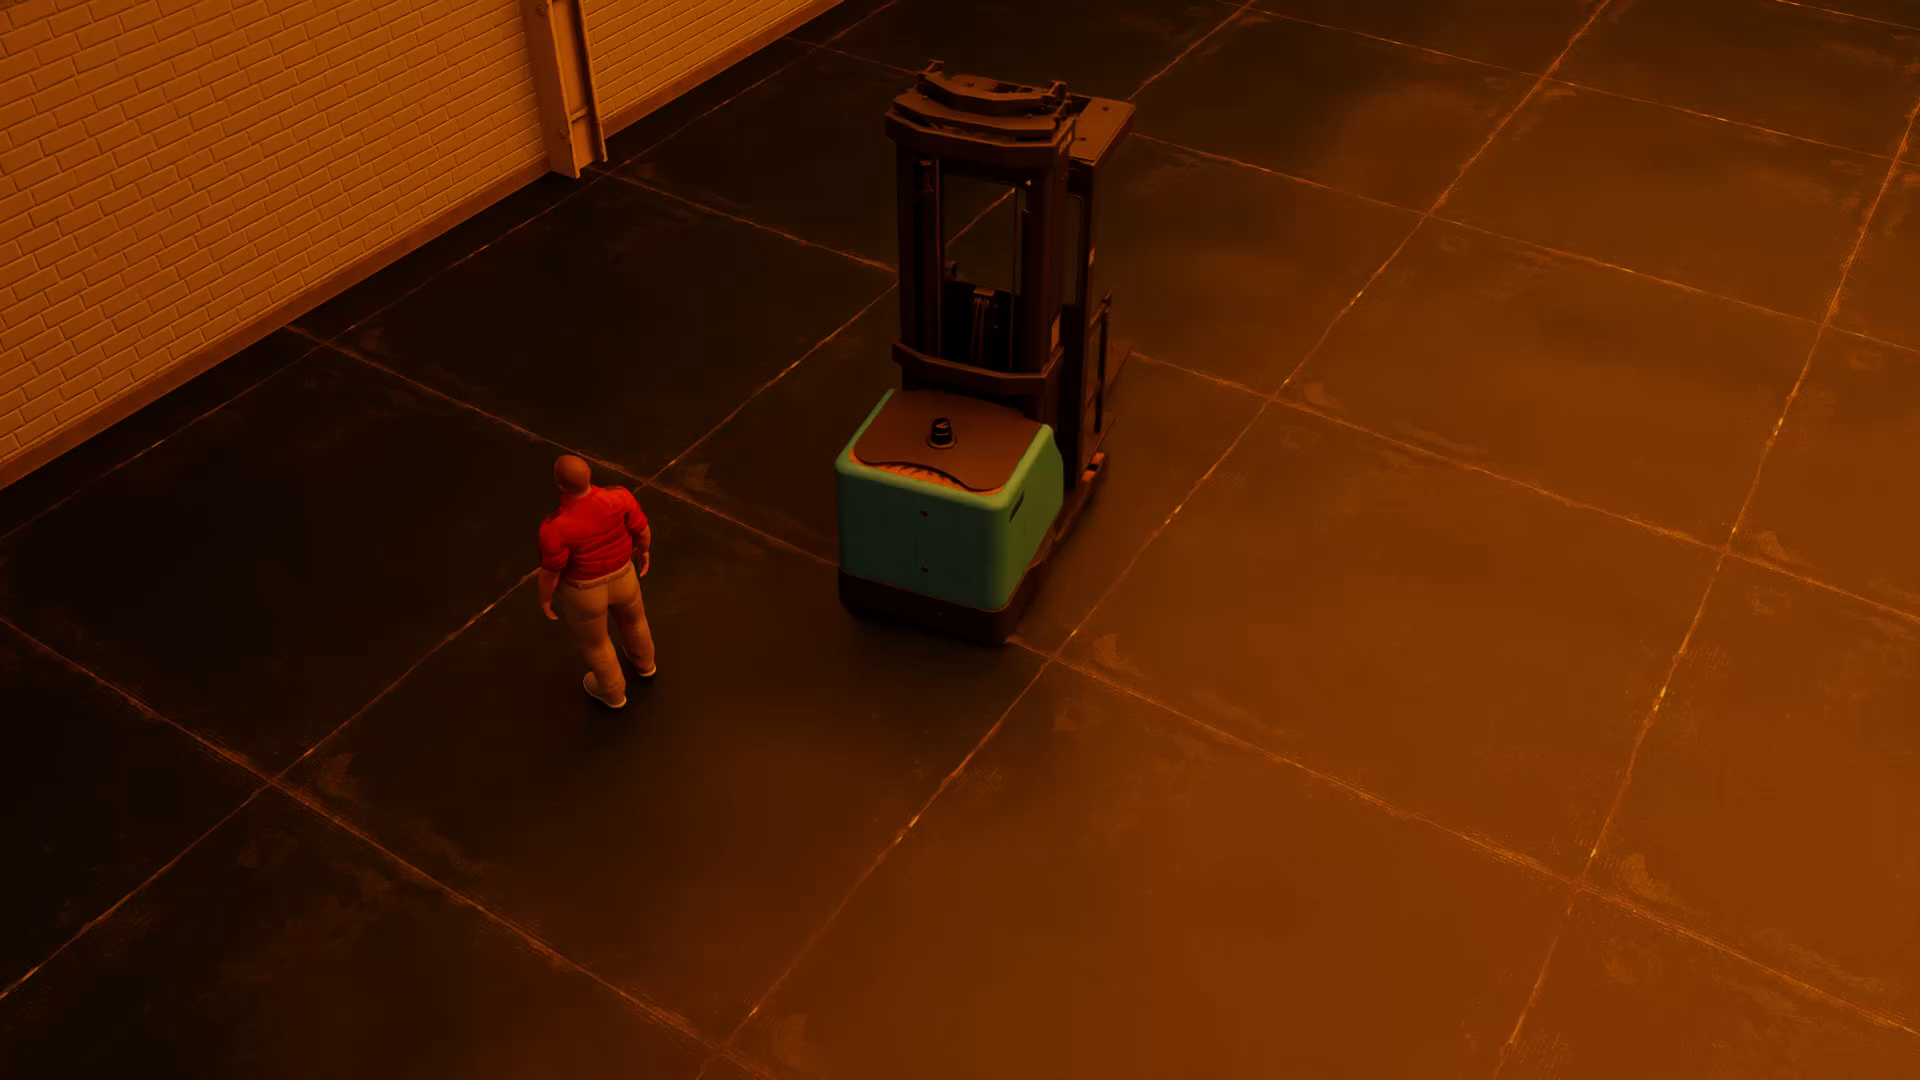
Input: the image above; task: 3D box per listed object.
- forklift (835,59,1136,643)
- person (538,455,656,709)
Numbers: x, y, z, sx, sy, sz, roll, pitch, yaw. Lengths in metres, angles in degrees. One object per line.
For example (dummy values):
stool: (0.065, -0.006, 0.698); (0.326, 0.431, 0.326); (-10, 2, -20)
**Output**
forklift: (0.315, -1.492, 9.728); (1.130, 2.935, 3.031); (15, 42, 17)
person: (-1.933, 0.173, 8.681); (0.635, 1.727, 0.552); (-26, 47, -27)
